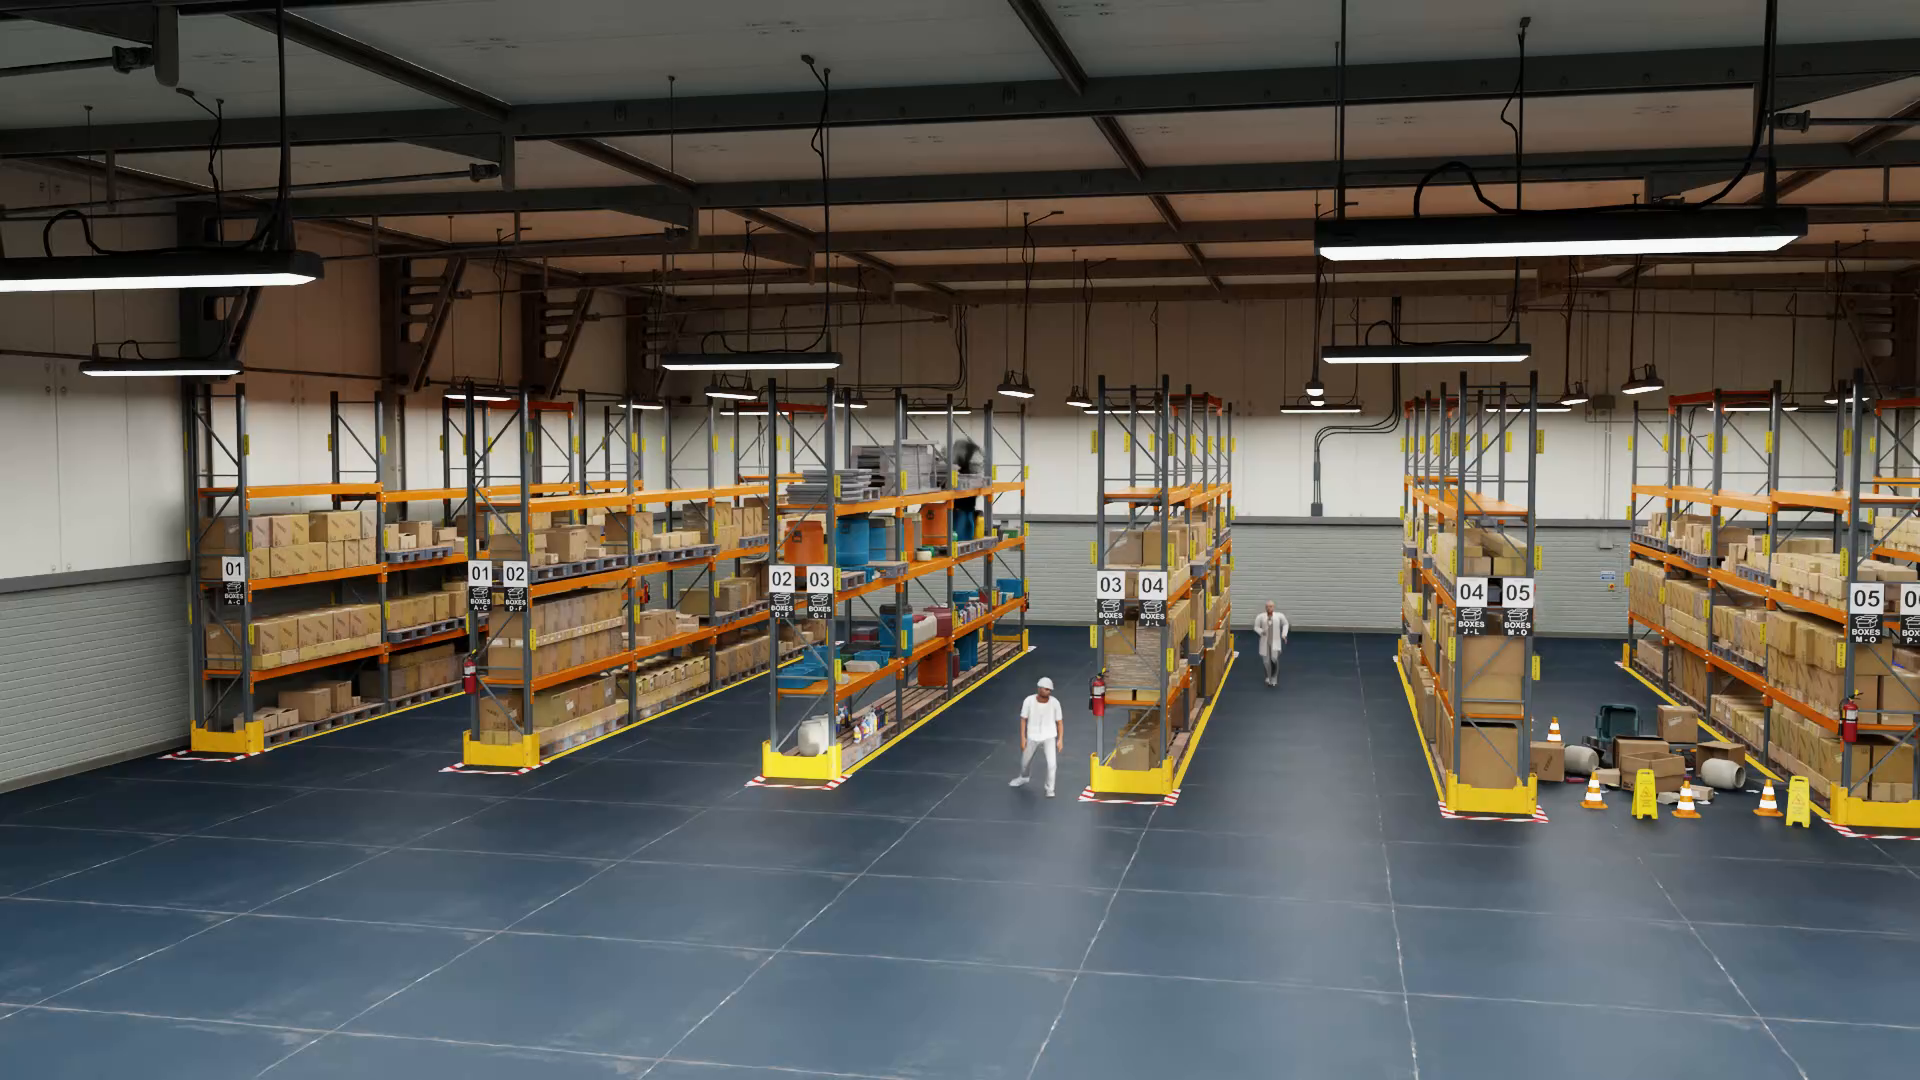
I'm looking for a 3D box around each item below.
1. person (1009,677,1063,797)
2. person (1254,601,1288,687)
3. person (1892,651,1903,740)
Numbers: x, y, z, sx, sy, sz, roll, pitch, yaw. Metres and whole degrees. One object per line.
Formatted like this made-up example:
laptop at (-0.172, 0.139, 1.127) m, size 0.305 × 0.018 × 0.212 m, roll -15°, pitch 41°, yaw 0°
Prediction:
person at (1.080, 2.784, 23.808) m, size 0.795 × 1.702 × 0.693 m, roll 0°, pitch 3°, yaw 8°
person at (6.435, 2.154, 34.439) m, size 0.691 × 1.778 × 0.844 m, roll 1°, pitch 3°, yaw 13°
person at (15.437, 2.598, 27.707) m, size 0.576 × 1.612 × 0.866 m, roll 1°, pitch 3°, yaw 10°
